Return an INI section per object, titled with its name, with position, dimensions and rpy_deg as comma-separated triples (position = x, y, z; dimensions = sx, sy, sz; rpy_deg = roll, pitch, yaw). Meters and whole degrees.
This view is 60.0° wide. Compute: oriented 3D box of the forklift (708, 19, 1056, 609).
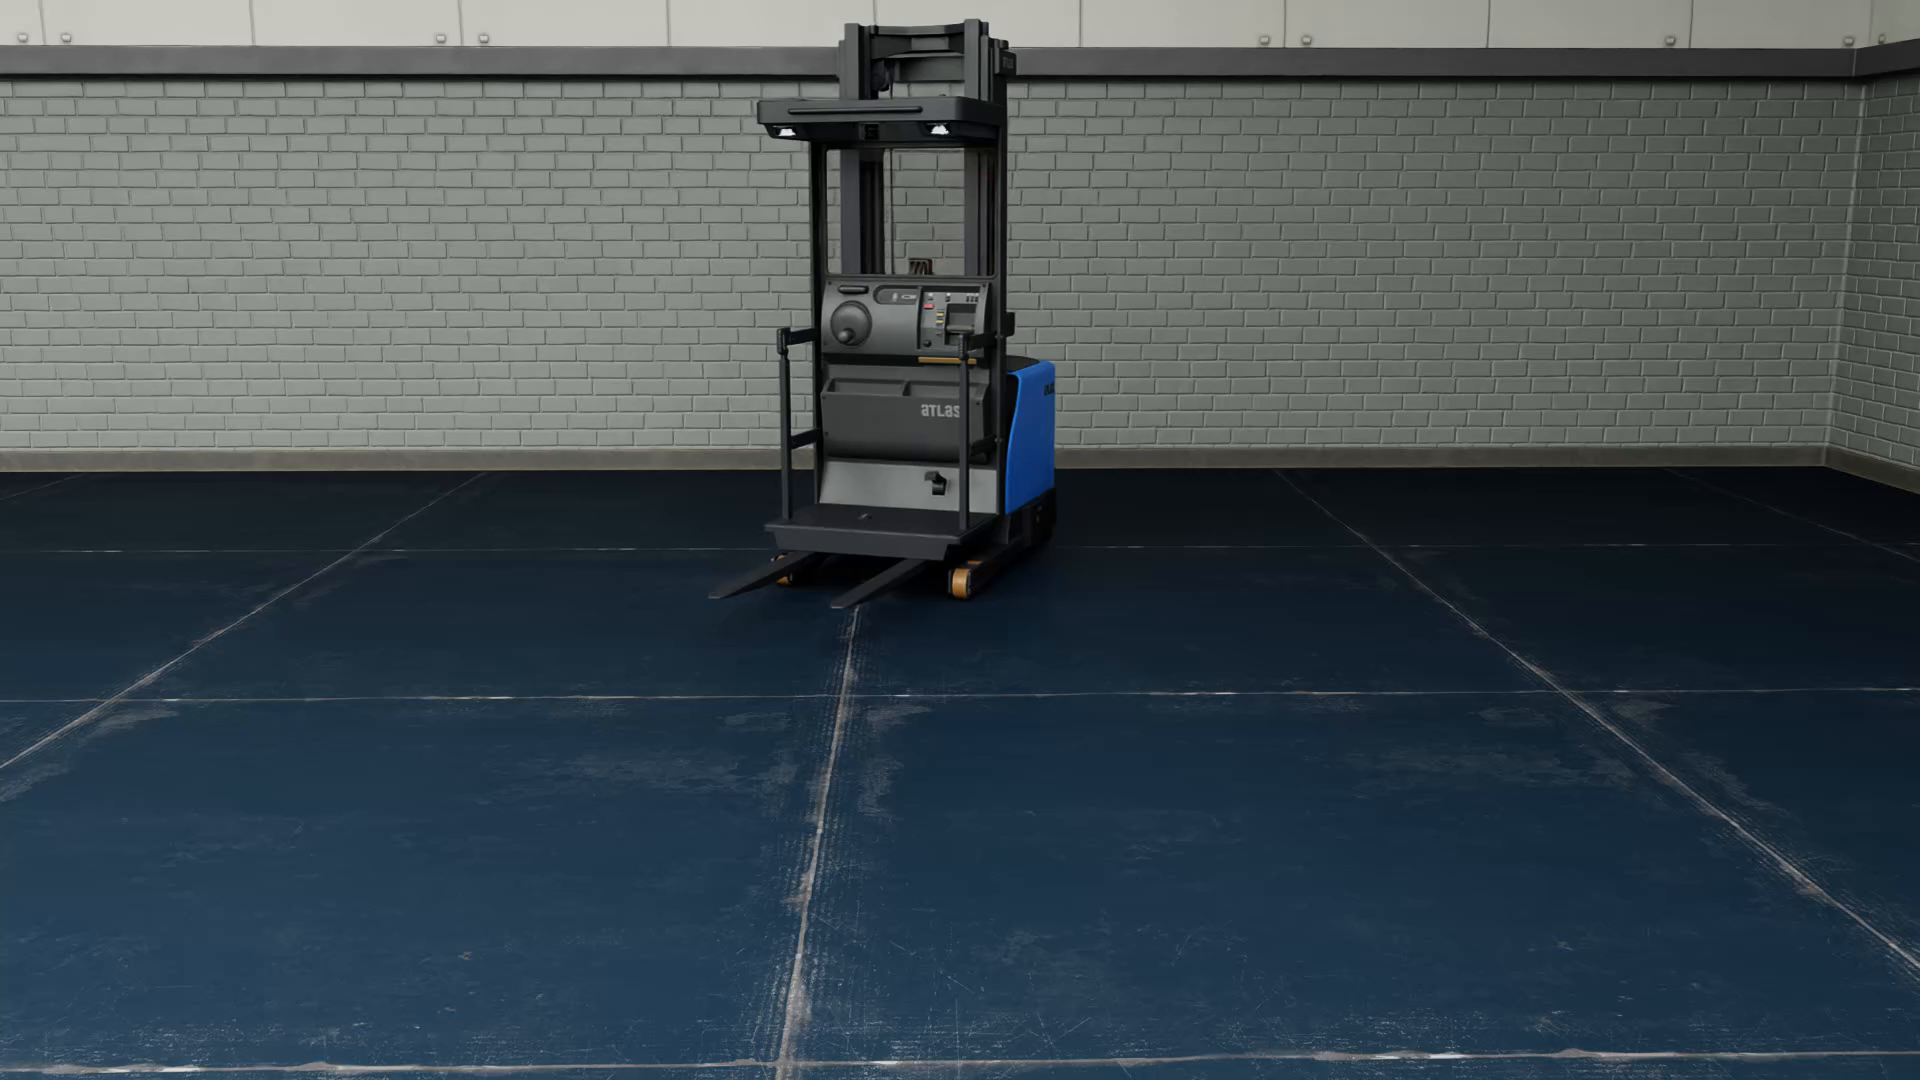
[forklift]
position = -0.364, -1.220, 8.701
dimensions = 1.130, 2.935, 3.031
rpy_deg = 4, 12, 18
